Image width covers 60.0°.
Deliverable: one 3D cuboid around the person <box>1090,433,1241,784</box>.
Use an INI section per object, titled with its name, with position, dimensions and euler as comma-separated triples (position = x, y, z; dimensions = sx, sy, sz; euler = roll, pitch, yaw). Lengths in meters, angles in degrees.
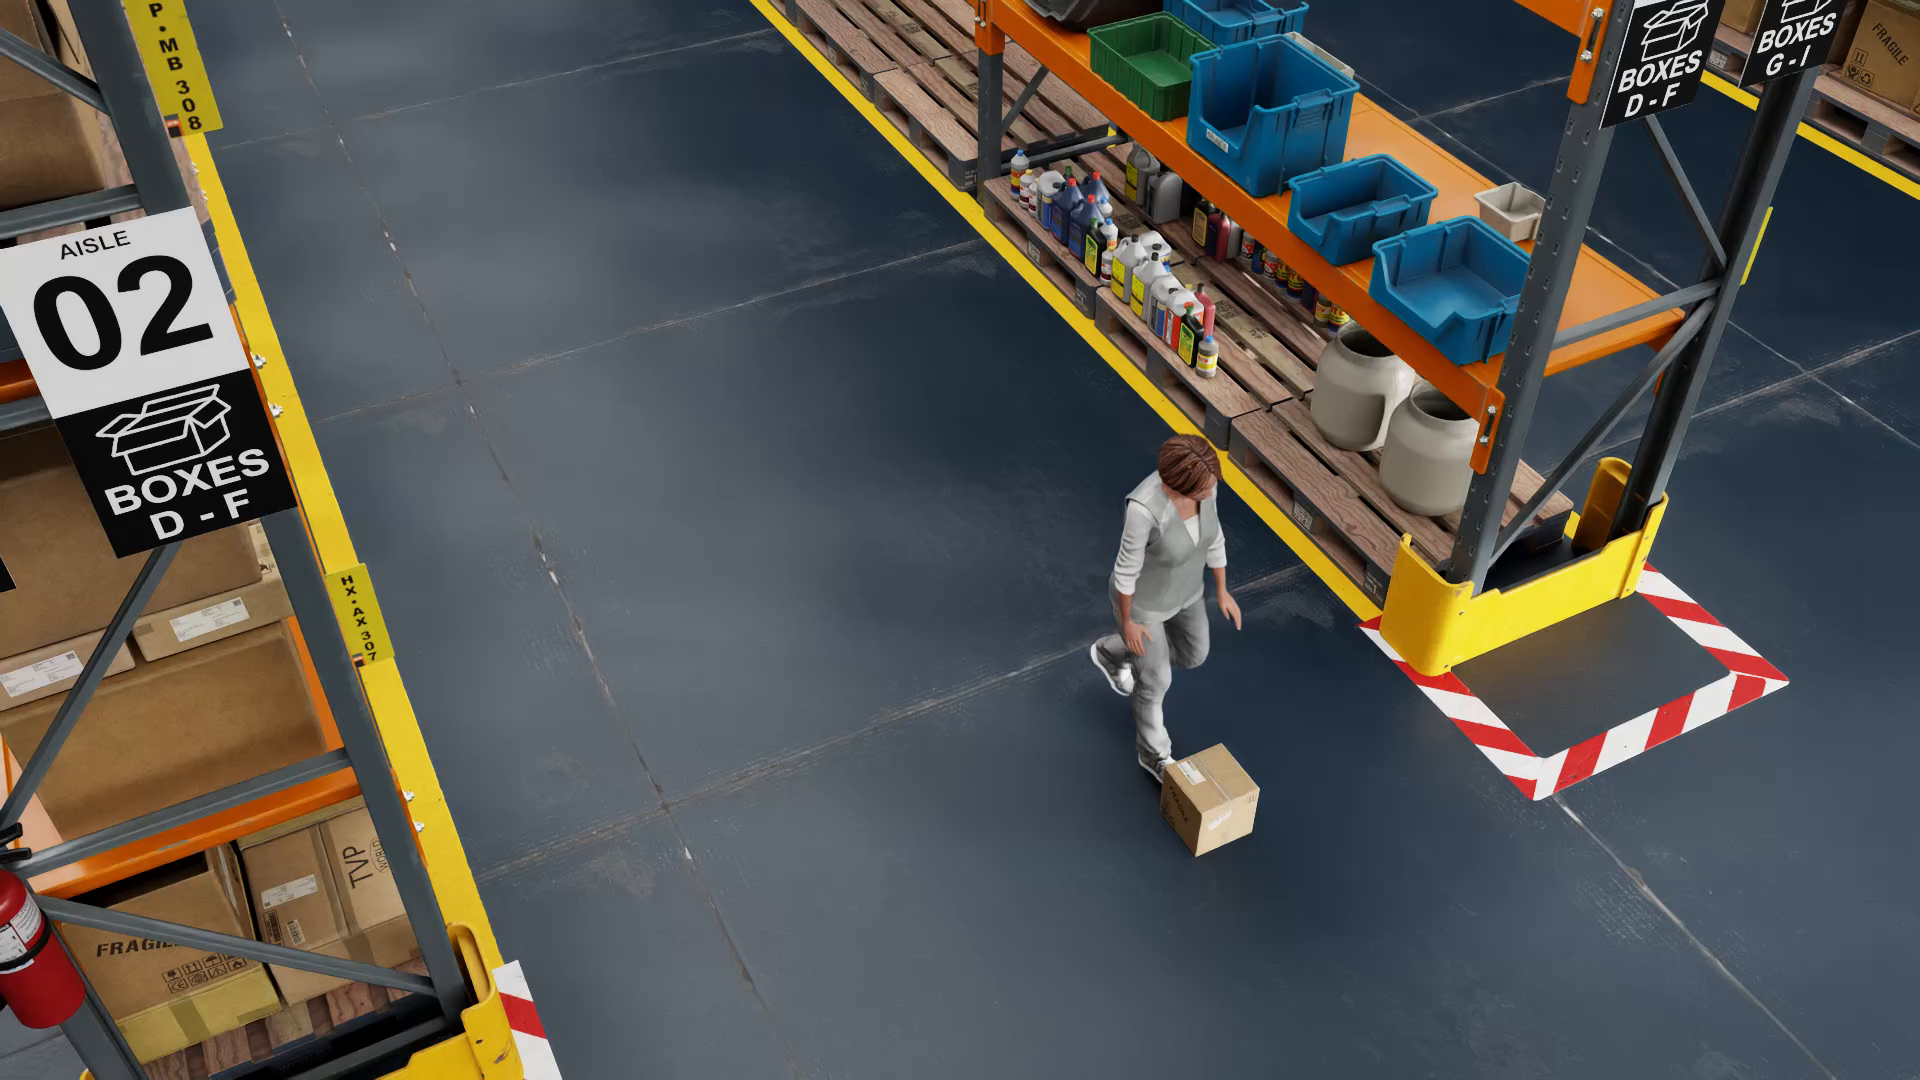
[person]
position = 0.695, 0.198, 5.938
dimensions = 0.419, 1.573, 0.641
euler = -31, 50, -30
